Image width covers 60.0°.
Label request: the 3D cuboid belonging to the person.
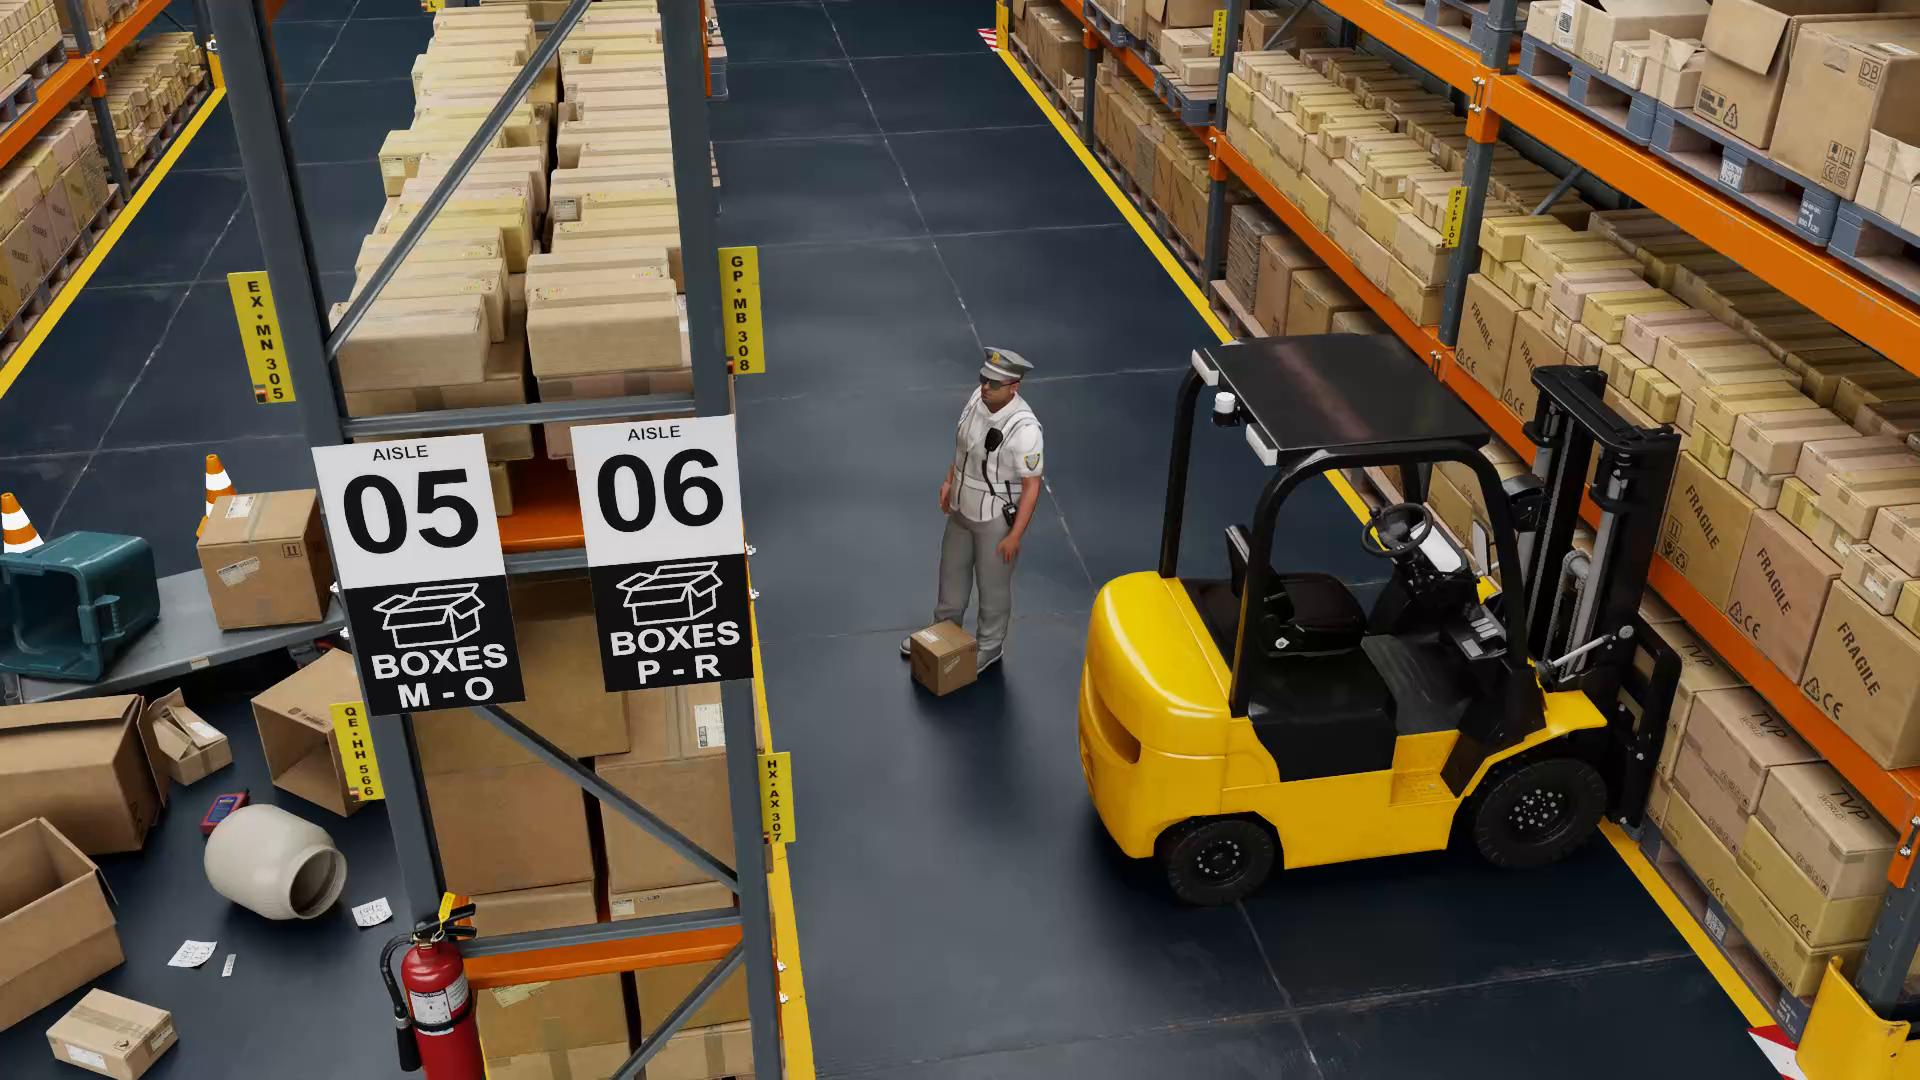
[{"bbox_3d":[0.072,-0.136,8.316,0.575,1.780,0.640,-19,36,-29],"label":"person"}]
